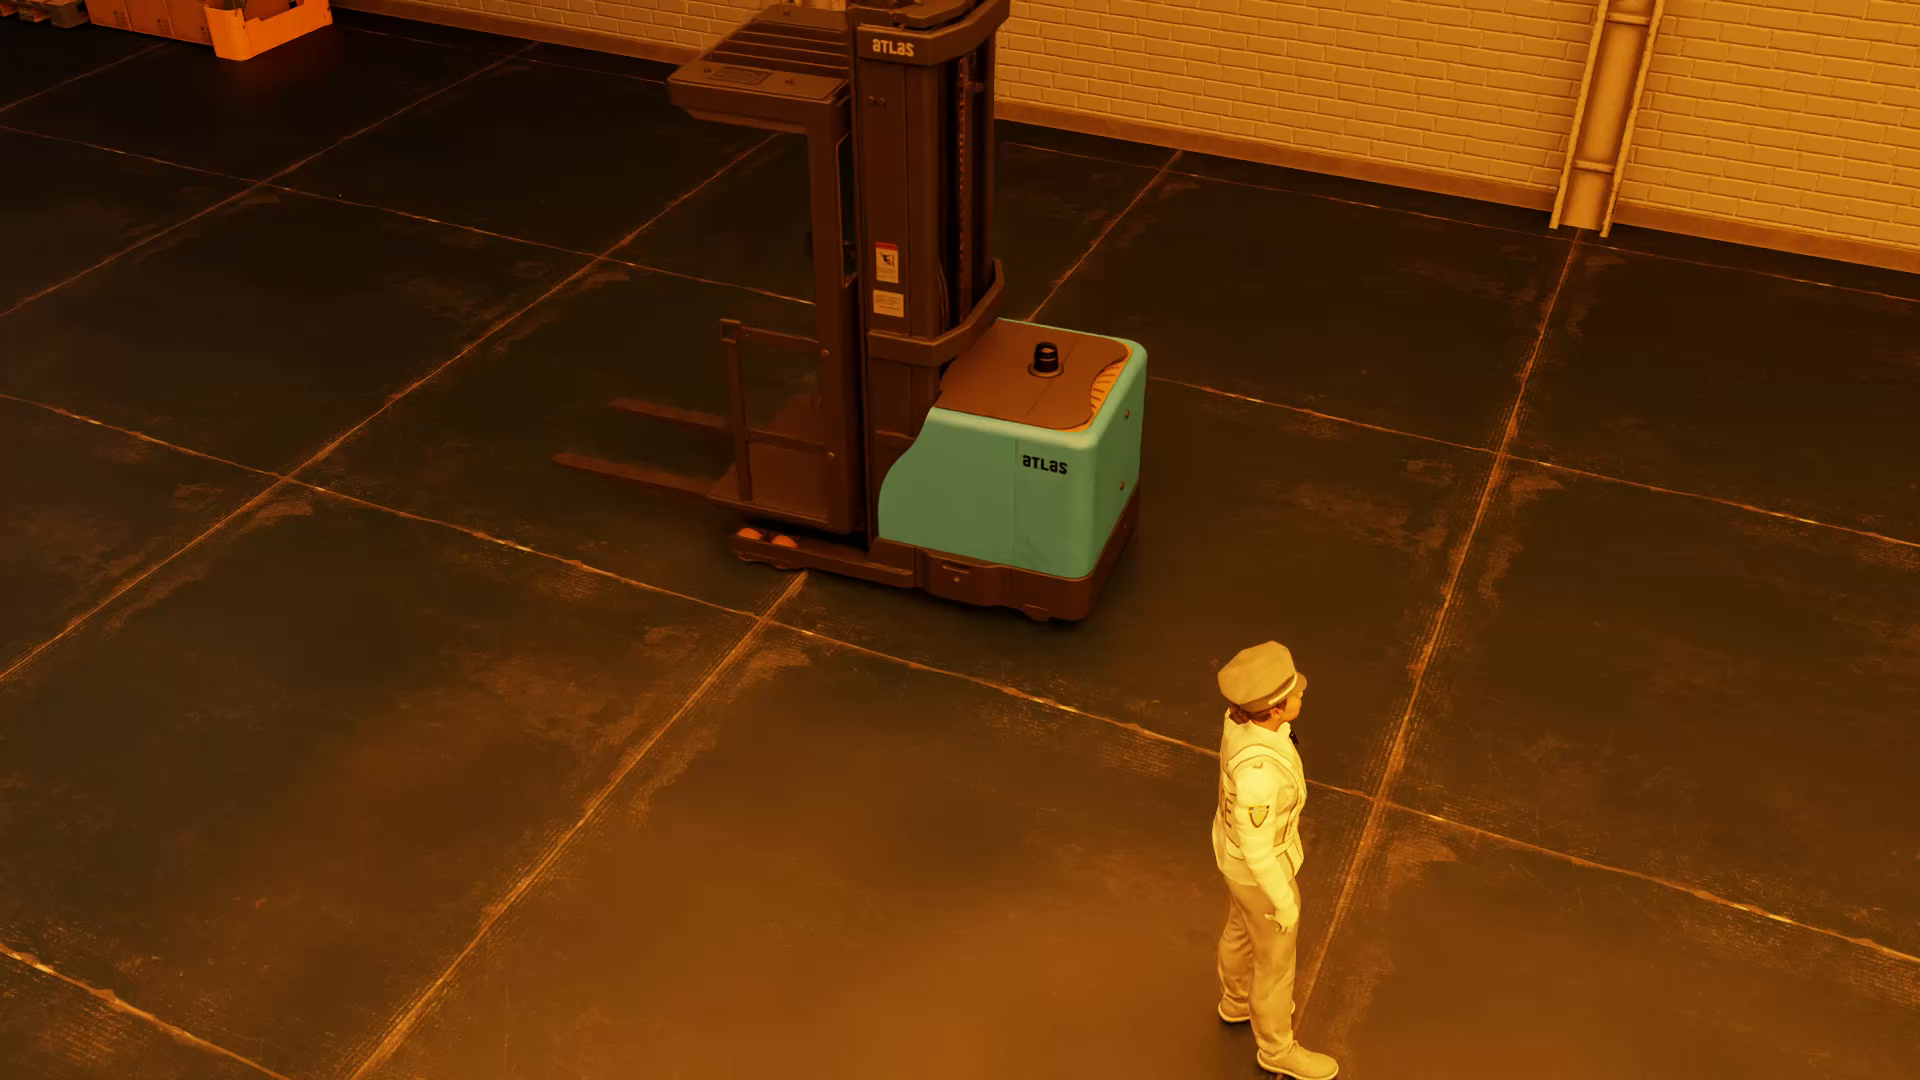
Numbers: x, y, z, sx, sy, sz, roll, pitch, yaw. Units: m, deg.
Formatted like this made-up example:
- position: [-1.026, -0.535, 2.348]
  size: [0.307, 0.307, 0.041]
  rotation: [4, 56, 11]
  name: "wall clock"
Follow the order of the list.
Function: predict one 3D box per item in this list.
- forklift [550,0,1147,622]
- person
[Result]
- position: [-0.645, -1.321, 7.938]
  size: [3.031, 2.935, 1.130]
  rotation: [12, 37, 16]
  name: "forklift"
- position: [1.084, 1.071, 5.638]
  size: [0.530, 1.694, 0.588]
  rotation: [0, 35, 0]
  name: "person"
